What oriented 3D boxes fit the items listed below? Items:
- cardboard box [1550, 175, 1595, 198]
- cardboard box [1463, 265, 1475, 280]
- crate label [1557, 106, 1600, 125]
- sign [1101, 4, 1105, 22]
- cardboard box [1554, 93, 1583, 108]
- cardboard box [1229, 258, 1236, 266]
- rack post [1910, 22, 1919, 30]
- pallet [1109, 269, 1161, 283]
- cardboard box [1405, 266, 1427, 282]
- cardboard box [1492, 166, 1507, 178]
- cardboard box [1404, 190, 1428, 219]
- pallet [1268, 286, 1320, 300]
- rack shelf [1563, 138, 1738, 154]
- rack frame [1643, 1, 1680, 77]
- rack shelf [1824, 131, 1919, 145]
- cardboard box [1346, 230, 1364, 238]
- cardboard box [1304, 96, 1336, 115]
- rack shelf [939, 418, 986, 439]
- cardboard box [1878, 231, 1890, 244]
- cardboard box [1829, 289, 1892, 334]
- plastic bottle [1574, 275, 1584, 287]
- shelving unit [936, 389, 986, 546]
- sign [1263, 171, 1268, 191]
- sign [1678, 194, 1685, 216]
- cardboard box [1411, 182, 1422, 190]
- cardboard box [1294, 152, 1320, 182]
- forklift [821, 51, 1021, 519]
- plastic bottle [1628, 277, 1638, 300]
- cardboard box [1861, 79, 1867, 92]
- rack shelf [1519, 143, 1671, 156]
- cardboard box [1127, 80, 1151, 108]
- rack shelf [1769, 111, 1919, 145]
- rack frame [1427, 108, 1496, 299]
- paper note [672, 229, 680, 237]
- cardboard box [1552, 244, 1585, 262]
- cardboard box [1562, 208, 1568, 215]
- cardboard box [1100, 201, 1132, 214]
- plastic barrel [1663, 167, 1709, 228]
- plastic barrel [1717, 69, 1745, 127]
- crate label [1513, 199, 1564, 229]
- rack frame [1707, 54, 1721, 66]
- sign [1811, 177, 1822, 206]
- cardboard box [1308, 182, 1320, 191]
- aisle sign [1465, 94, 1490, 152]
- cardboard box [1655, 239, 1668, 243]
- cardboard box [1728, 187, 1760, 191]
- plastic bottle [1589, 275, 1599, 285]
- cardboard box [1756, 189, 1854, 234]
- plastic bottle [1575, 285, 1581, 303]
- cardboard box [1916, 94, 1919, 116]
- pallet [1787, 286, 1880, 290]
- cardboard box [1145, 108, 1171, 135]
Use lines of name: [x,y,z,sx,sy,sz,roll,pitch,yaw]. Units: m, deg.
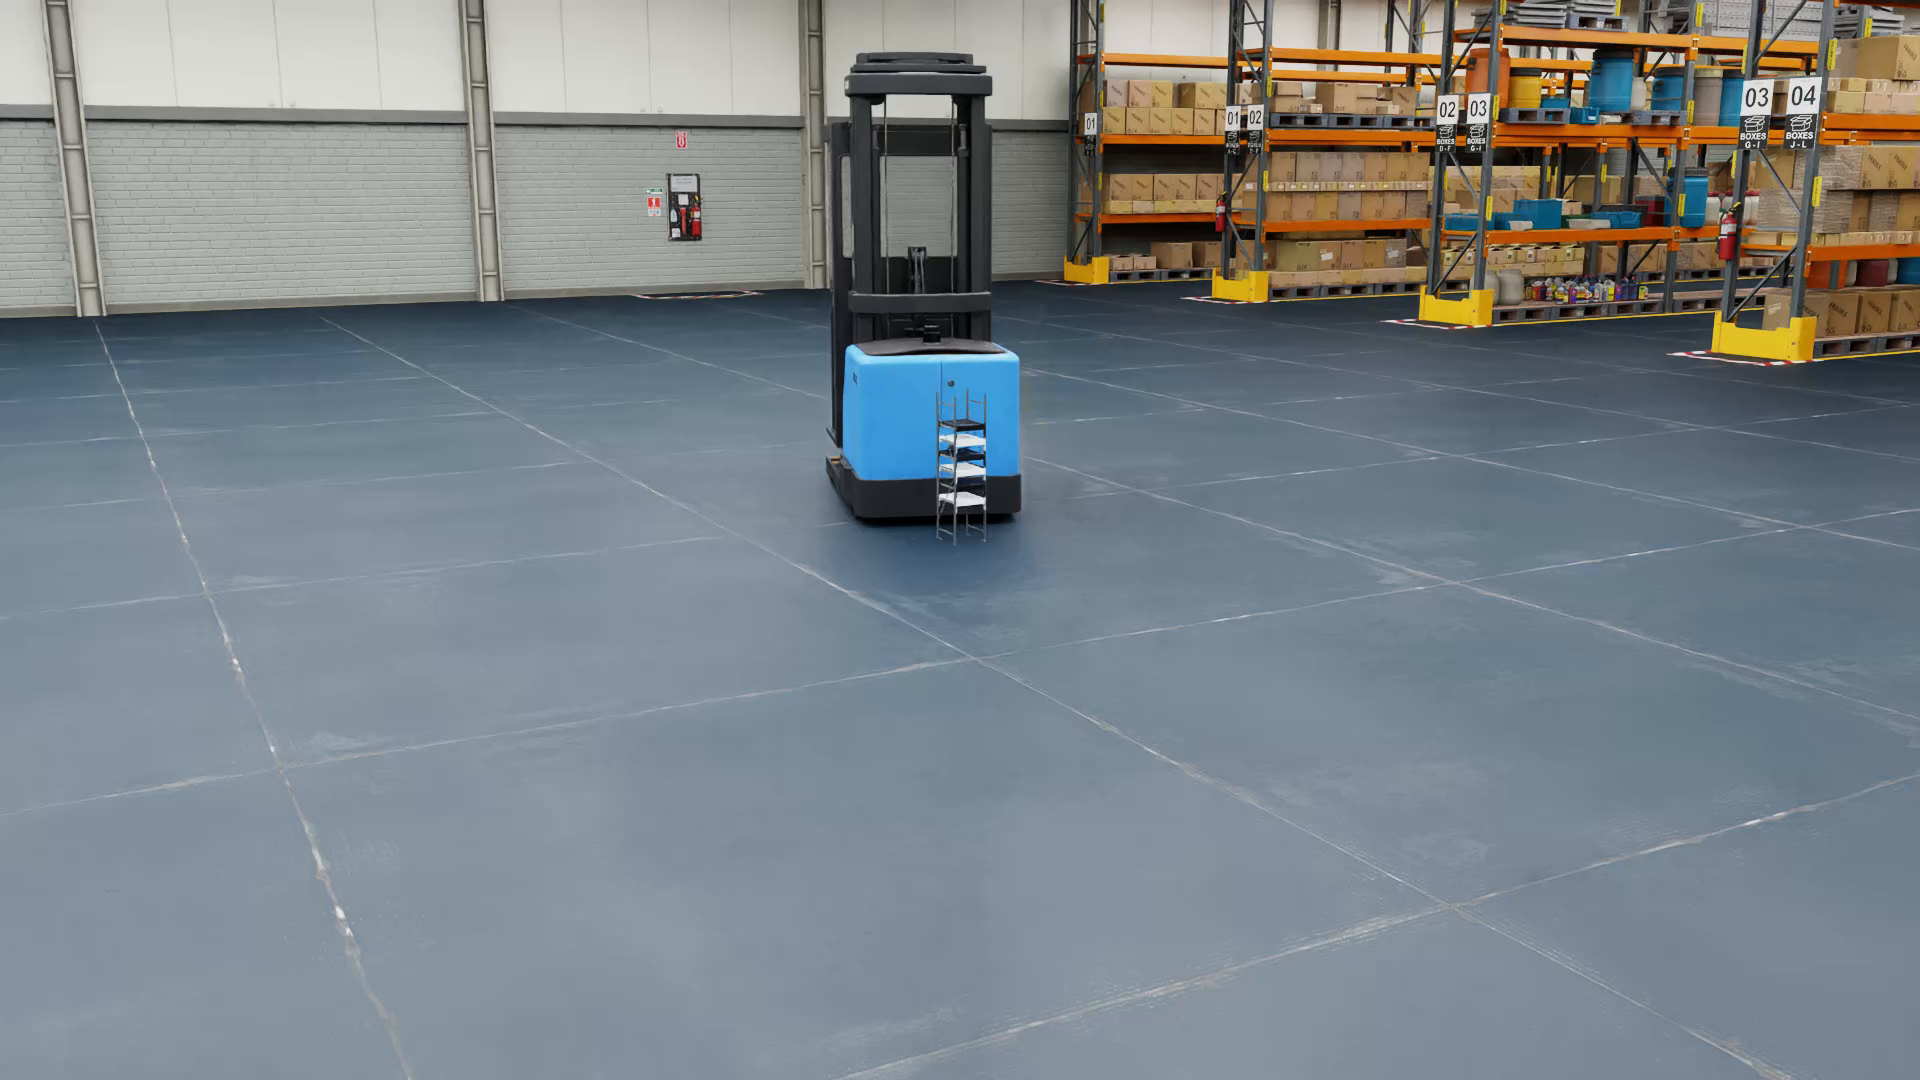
cardboard box: [14.067,-8.067,38.439,0.700,0.700,0.980,-7,15,-29]
cardboard box: [9.217,-4.907,30.386,0.500,0.250,0.500,-6,14,-26]
crate label: [8.956,-6.143,24.082,0.408,0.251,0.502,-7,14,-28]
sign: [2.667,-9.845,31.052,0.005,0.325,0.100,-7,14,-28]
cardboard box: [13.700,-9.822,37.536,0.500,0.500,0.500,-7,14,-28]
cardboard box: [5.463,-5.720,34.143,0.250,0.166,0.380,-9,16,-35]
rack post: [16.933,-8.689,28.395,0.954,0.300,0.937,-7,15,-29]
pallet: [3.204,-5.255,32.977,1.213,0.211,1.003,-7,14,-28]
cardboard box: [7.993,-4.768,29.768,0.500,0.250,0.500,-7,14,-28]
cardboard box: [11.752,-8.156,36.861,0.500,0.250,0.500,-7,14,-27]
cardboard box: [7.909,-5.996,29.692,0.500,0.500,0.700,-7,15,-29]
pallet: [5.435,-4.302,28.745,1.213,0.211,1.003,-7,14,-28]
rack shelf: [13.562,-7.739,32.470,4.000,0.370,1.077,-7,14,-28]
rack frame: [16.451,-11.138,39.107,0.127,3.000,1.000,-7,14,-28]
rack shelf: [15.932,-6.784,28.227,4.000,0.370,1.077,-7,14,-28]
cardboard box: [8.292,-6.597,35.576,0.500,0.250,0.500,-7,14,-27]
cardboard box: [6.157,-7.498,28.689,0.500,0.311,0.500,-5,14,-21]
rack shelf: [0.007,-0.671,9.962,0.200,0.077,0.258,-7,14,-28]
cardboard box: [10.986,-3.659,20.108,0.250,0.149,0.380,-7,14,-28]
cardboard box: [11.150,-2.844,20.652,0.500,0.500,0.500,-5,14,-23]
plastic bottle: [9.592,-3.938,25.805,0.185,0.351,0.144,-8,15,-30]
shelving unit: [0.007,-0.440,10.014,0.210,0.900,0.258,-7,14,-28]
sign: [5.045,-5.928,27.464,0.005,0.325,0.100,-7,14,-28]
sign: [10.919,-5.068,25.166,0.005,0.325,0.100,-7,14,-28]
cardboard box: [7.941,-6.265,29.409,0.250,0.149,0.380,-7,15,-29]
cardboard box: [5.706,-6.364,28.375,0.500,0.500,0.700,-7,15,-29]
forklift: [-0.369,-1.840,11.611,1.130,2.935,3.031,-2,13,-10]
plastic bottle: [10.238,-3.839,25.367,0.185,0.351,0.144,-7,15,-29]
cardboard box: [10.317,-5.293,19.397,0.250,0.149,0.380,-7,15,-29]
rack shelf: [14.696,-9.114,38.580,4.000,0.370,1.077,-7,14,-28]
cardboard box: [3.326,-8.575,31.997,0.500,0.500,0.500,-7,14,-29]
rack shelf: [11.283,-4.988,20.246,4.000,0.370,1.077,-7,14,-28]
rack frame: [7.154,-4.619,23.803,0.127,3.000,1.000,-7,14,-28]
paper note: [-5.035,-5.450,29.500,0.142,0.148,0.016,-7,14,-28]
cardboard box: [11.464,-5.450,31.524,0.500,0.311,0.500,-6,14,-26]
cardboard box: [11.149,-6.145,31.156,0.250,0.149,0.380,-7,14,-28]
cardboard box: [2.988,-6.455,32.257,0.500,0.250,0.500,-7,15,-29]
plastic barrel: [11.150,-5.267,25.539,0.708,0.901,0.600,-7,14,-28]
plastic barrel: [12.156,-6.981,26.323,0.708,0.901,0.600,-7,14,-28]
crate label: [8.640,-4.882,24.891,0.616,0.435,0.502,-7,14,-28]
rack frame: [15.317,-9.763,32.997,0.127,3.000,1.000,-7,14,-28]
sign: [9.788,-3.983,19.002,0.005,0.325,0.100,-7,14,-28]
cardboard box: [5.904,-6.020,28.320,0.250,0.149,0.380,-7,14,-29]
aisle sign: [7.232,-5.823,23.233,0.004,0.787,0.394,-7,14,-28]
cardboard box: [13.898,-6.088,33.314,0.500,0.250,0.500,-7,14,-28]
cardboard box: [15.895,-6.887,33.649,0.500,0.500,0.500,-6,14,-26]
plastic bottle: [9.827,-3.930,25.770,0.185,0.351,0.144,-7,14,-28]
cardboard box: [10.023,-3.911,19.751,0.500,0.500,0.875,-7,14,-28]
plastic bottle: [9.196,-3.670,24.795,0.097,0.271,0.097,0,13,0]
cardboard box: [11.415,-5.218,19.975,0.500,0.250,0.500,-6,14,-26]
pallet: [14.848,-4.191,28.253,1.213,0.211,1.003,-7,14,-28]
cardboard box: [3.763,-8.142,32.352,0.500,0.500,0.500,-6,14,-25]
